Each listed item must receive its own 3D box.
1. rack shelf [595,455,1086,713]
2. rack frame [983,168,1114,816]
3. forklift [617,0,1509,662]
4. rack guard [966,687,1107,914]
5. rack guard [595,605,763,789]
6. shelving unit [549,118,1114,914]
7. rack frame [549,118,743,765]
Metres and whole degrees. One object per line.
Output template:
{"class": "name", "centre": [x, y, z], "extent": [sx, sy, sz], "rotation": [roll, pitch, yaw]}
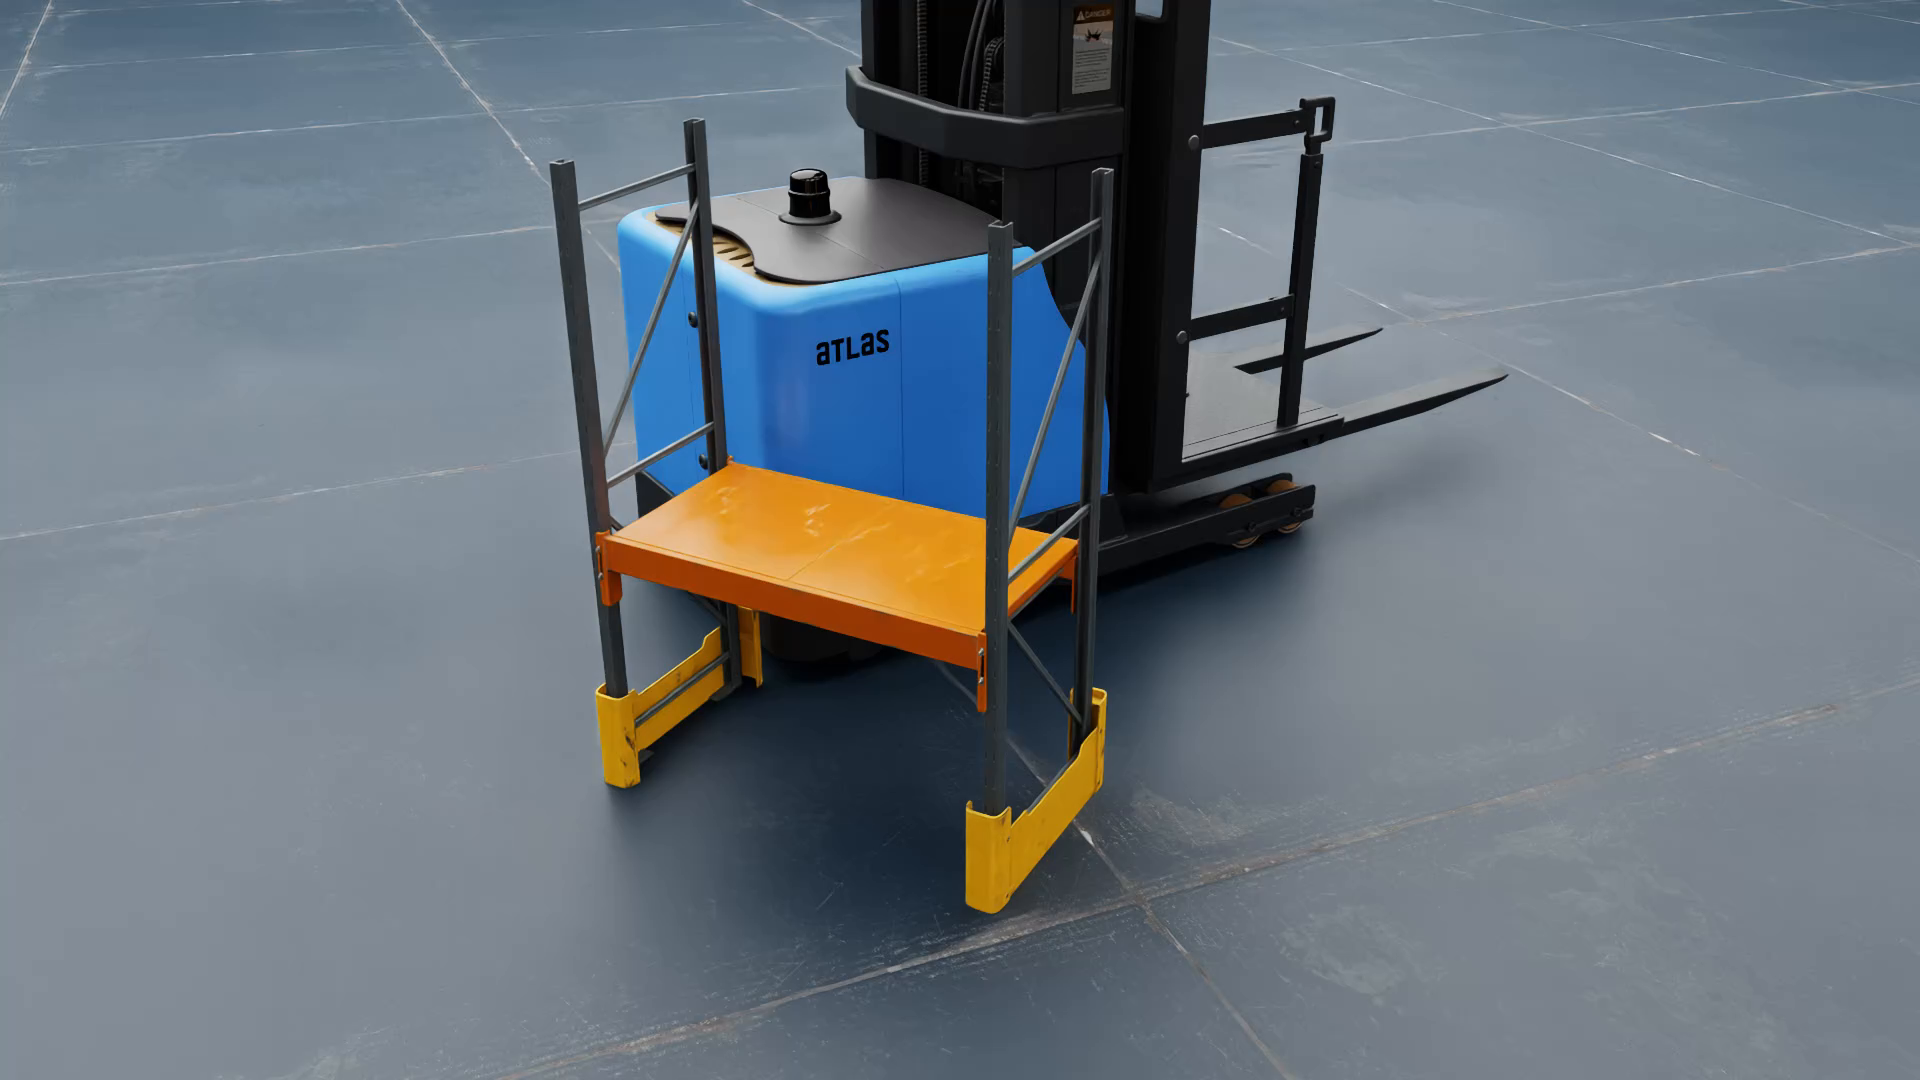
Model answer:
{"class": "rack shelf", "centre": [-0.267, 0.071, 3.804], "extent": [1.000, 0.185, 0.538], "rotation": [13, 29, 25]}
{"class": "rack frame", "centre": [0.181, 0.015, 3.509], "extent": [0.032, 1.500, 0.500], "rotation": [13, 29, 25]}
{"class": "forklift", "centre": [0.524, -1.469, 4.918], "extent": [3.031, 2.935, 1.130], "rotation": [-16, 30, -30]}
{"class": "rack guard", "centre": [0.180, 0.577, 3.784], "extent": [0.087, 0.250, 0.587], "rotation": [13, 29, 25]}
{"class": "rack guard", "centre": [-0.697, 0.370, 4.208], "extent": [0.087, 0.250, 0.587], "rotation": [13, 29, 25]}
{"class": "shelving unit", "centre": [-0.259, -0.088, 3.721], "extent": [1.083, 1.500, 0.587], "rotation": [13, 29, 25]}
{"class": "rack frame", "centre": [-0.714, -0.196, 3.942], "extent": [0.032, 1.500, 0.500], "rotation": [13, 29, 25]}
